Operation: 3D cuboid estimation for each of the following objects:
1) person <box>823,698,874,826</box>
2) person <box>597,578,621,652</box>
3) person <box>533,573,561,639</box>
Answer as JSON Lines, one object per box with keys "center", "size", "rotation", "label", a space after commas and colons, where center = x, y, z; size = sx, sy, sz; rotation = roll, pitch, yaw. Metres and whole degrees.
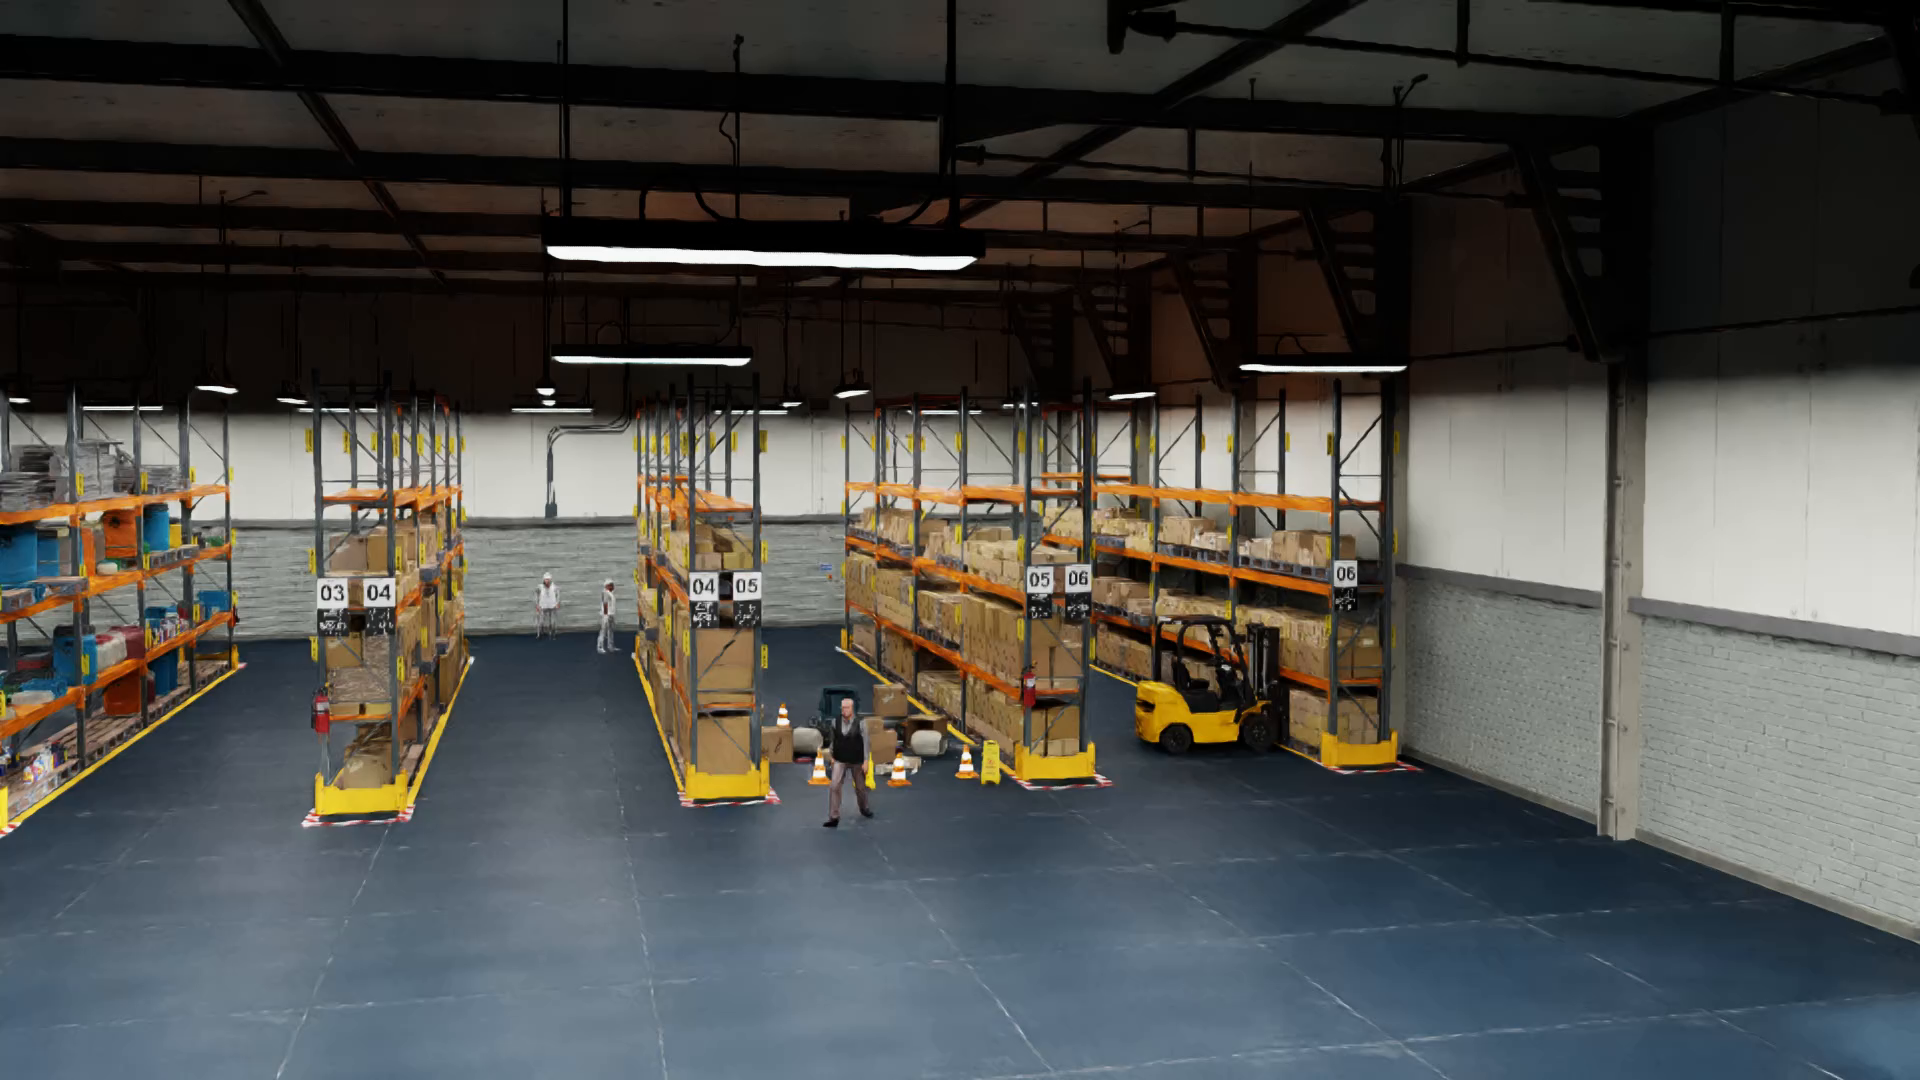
{"center": [-1.455, 2.908, 21.934], "size": [0.578, 1.678, 0.963], "rotation": [1, 3, 10], "label": "person"}
{"center": [-8.447, 1.800, 39.957], "size": [0.499, 1.786, 0.660], "rotation": [0, 3, -2], "label": "person"}
{"center": [-10.557, 1.694, 42.530], "size": [0.677, 1.725, 0.574], "rotation": [-1, 3, -16], "label": "person"}
